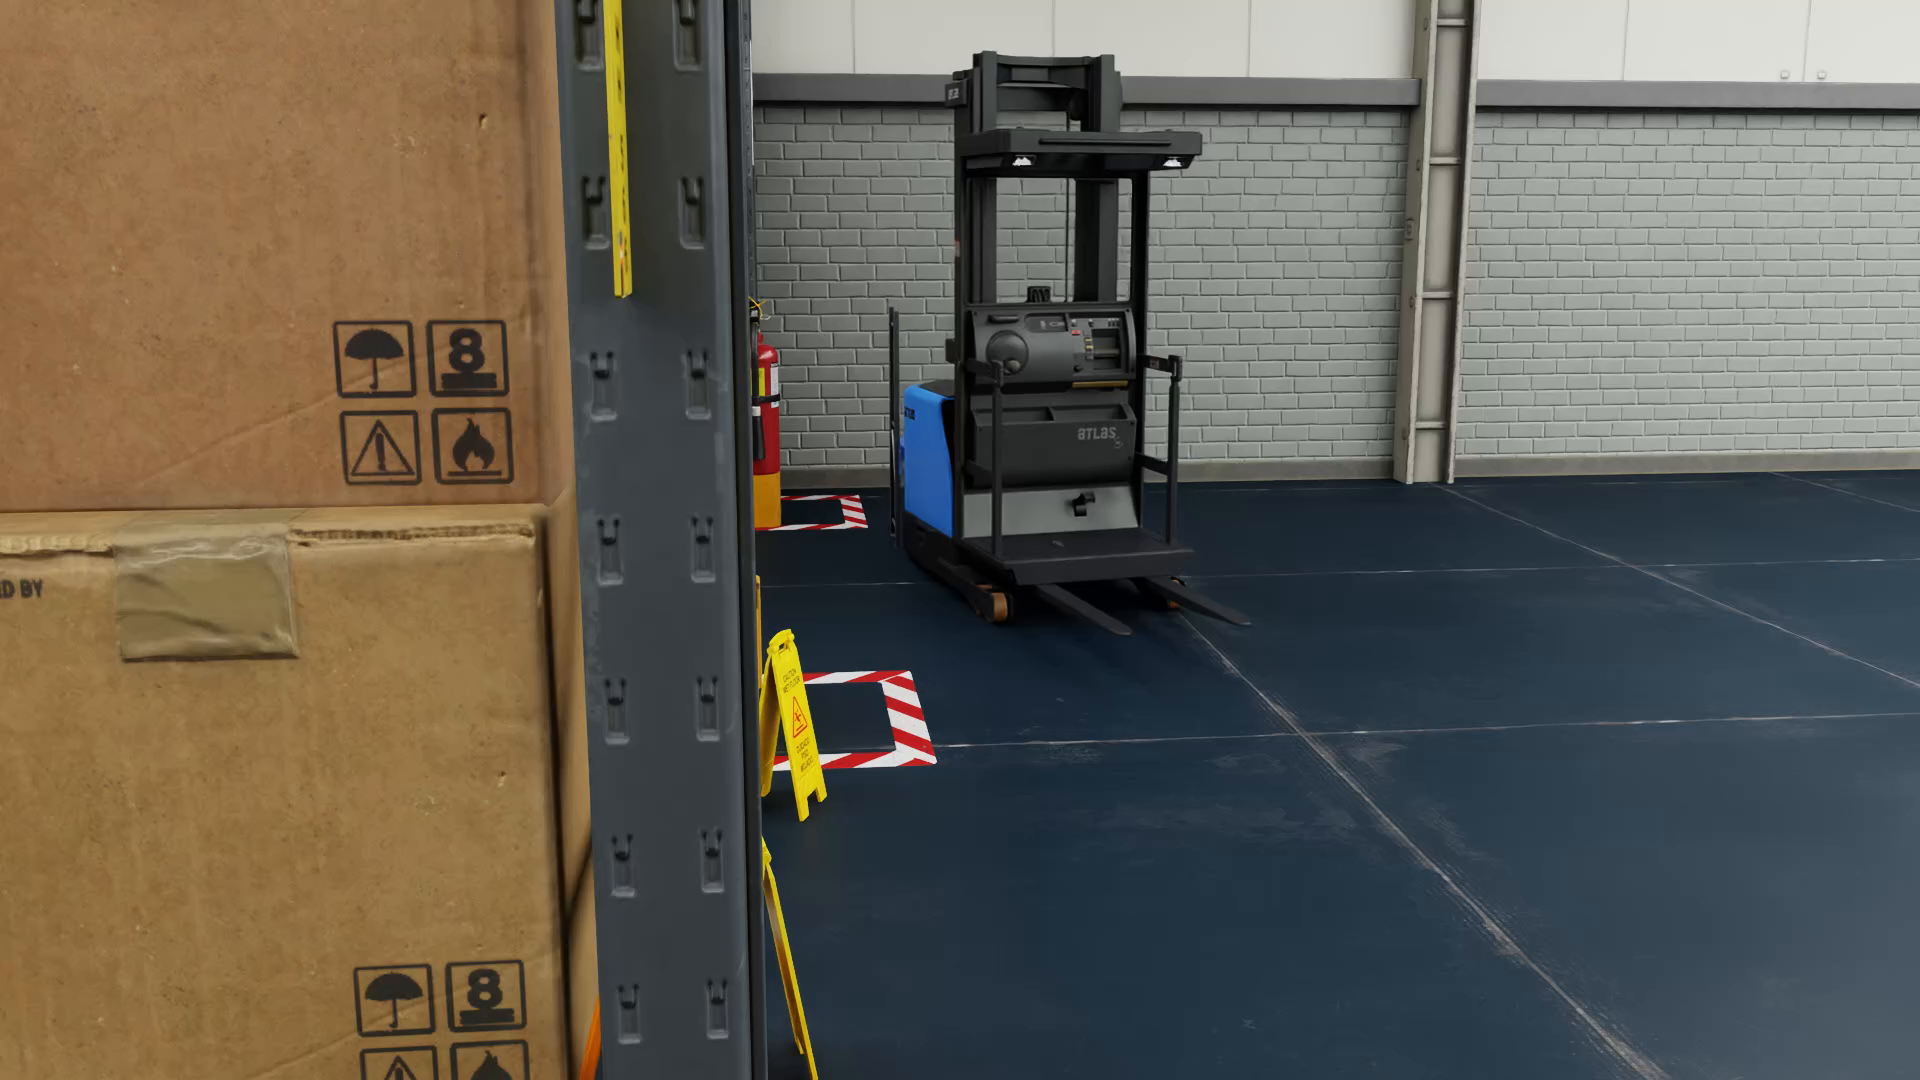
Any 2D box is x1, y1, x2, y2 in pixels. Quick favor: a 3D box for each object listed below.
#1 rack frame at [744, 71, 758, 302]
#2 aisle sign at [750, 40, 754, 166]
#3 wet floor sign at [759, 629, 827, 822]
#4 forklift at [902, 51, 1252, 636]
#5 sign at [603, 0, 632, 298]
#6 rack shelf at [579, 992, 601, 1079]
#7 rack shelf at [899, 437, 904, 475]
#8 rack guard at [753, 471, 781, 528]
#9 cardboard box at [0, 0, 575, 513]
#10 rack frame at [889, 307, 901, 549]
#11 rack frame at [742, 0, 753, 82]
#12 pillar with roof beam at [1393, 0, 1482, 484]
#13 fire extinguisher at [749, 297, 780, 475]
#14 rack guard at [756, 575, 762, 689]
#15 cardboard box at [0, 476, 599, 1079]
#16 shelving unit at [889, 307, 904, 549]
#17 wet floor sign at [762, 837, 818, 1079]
[{"bbox_3d":[-1.476,-1.666,11.565,0.127,3.000,1.000,-1,11,-6],"label":"rack frame"},{"bbox_3d":[-1.379,-2.886,11.035,0.004,0.787,0.394,-1,11,-6],"label":"aisle sign"},{"bbox_3d":[-0.632,0.643,5.927,0.232,0.644,0.267,3,11,14],"label":"wet floor sign"},{"bbox_3d":[0.579,-1.090,8.812,1.130,2.935,3.031,-4,12,-17],"label":"forklift"},{"bbox_3d":[-0.257,-0.347,1.240,0.005,0.325,0.100,-1,11,-6],"label":"sign"},{"bbox_3d":[-2.290,0.628,1.763,4.000,0.370,1.077,-1,11,-6],"label":"rack shelf"},{"bbox_3d":[0.085,-0.561,10.767,1.000,0.185,0.538,-1,11,-6],"label":"rack shelf"},{"bbox_3d":[-1.452,-0.440,11.809,0.348,0.500,1.175,-1,11,-6],"label":"rack guard"},{"bbox_3d":[-0.675,-0.370,1.786,0.550,0.550,0.875,-1,11,-6],"label":"cardboard box"},{"bbox_3d":[-0.421,-0.727,10.678,0.032,1.500,0.500,-1,11,-6],"label":"rack frame"},{"bbox_3d":[-1.476,-4.609,10.987,0.127,3.000,1.000,-1,11,-6],"label":"rack frame"},{"bbox_3d":[4.164,-4.067,8.228,0.400,9.000,9.100,-1,11,-6],"label":"pillar with roof beam"},{"bbox_3d":[-0.773,-0.590,6.294,0.183,0.674,0.296,-1,11,-6],"label":"fire extinguisher"},{"bbox_3d":[-1.012,0.514,6.957,0.348,0.500,1.175,-1,11,-6],"label":"rack guard"},{"bbox_3d":[-0.665,0.176,1.808,0.550,0.550,0.875,-1,11,-6],"label":"cardboard box"},{"bbox_3d":[0.085,-0.738,10.732,1.048,1.500,0.538,-1,11,-6],"label":"shelving unit"},{"bbox_3d":[-0.487,1.008,4.067,0.232,0.644,0.267,-3,12,-16],"label":"wet floor sign"}]
